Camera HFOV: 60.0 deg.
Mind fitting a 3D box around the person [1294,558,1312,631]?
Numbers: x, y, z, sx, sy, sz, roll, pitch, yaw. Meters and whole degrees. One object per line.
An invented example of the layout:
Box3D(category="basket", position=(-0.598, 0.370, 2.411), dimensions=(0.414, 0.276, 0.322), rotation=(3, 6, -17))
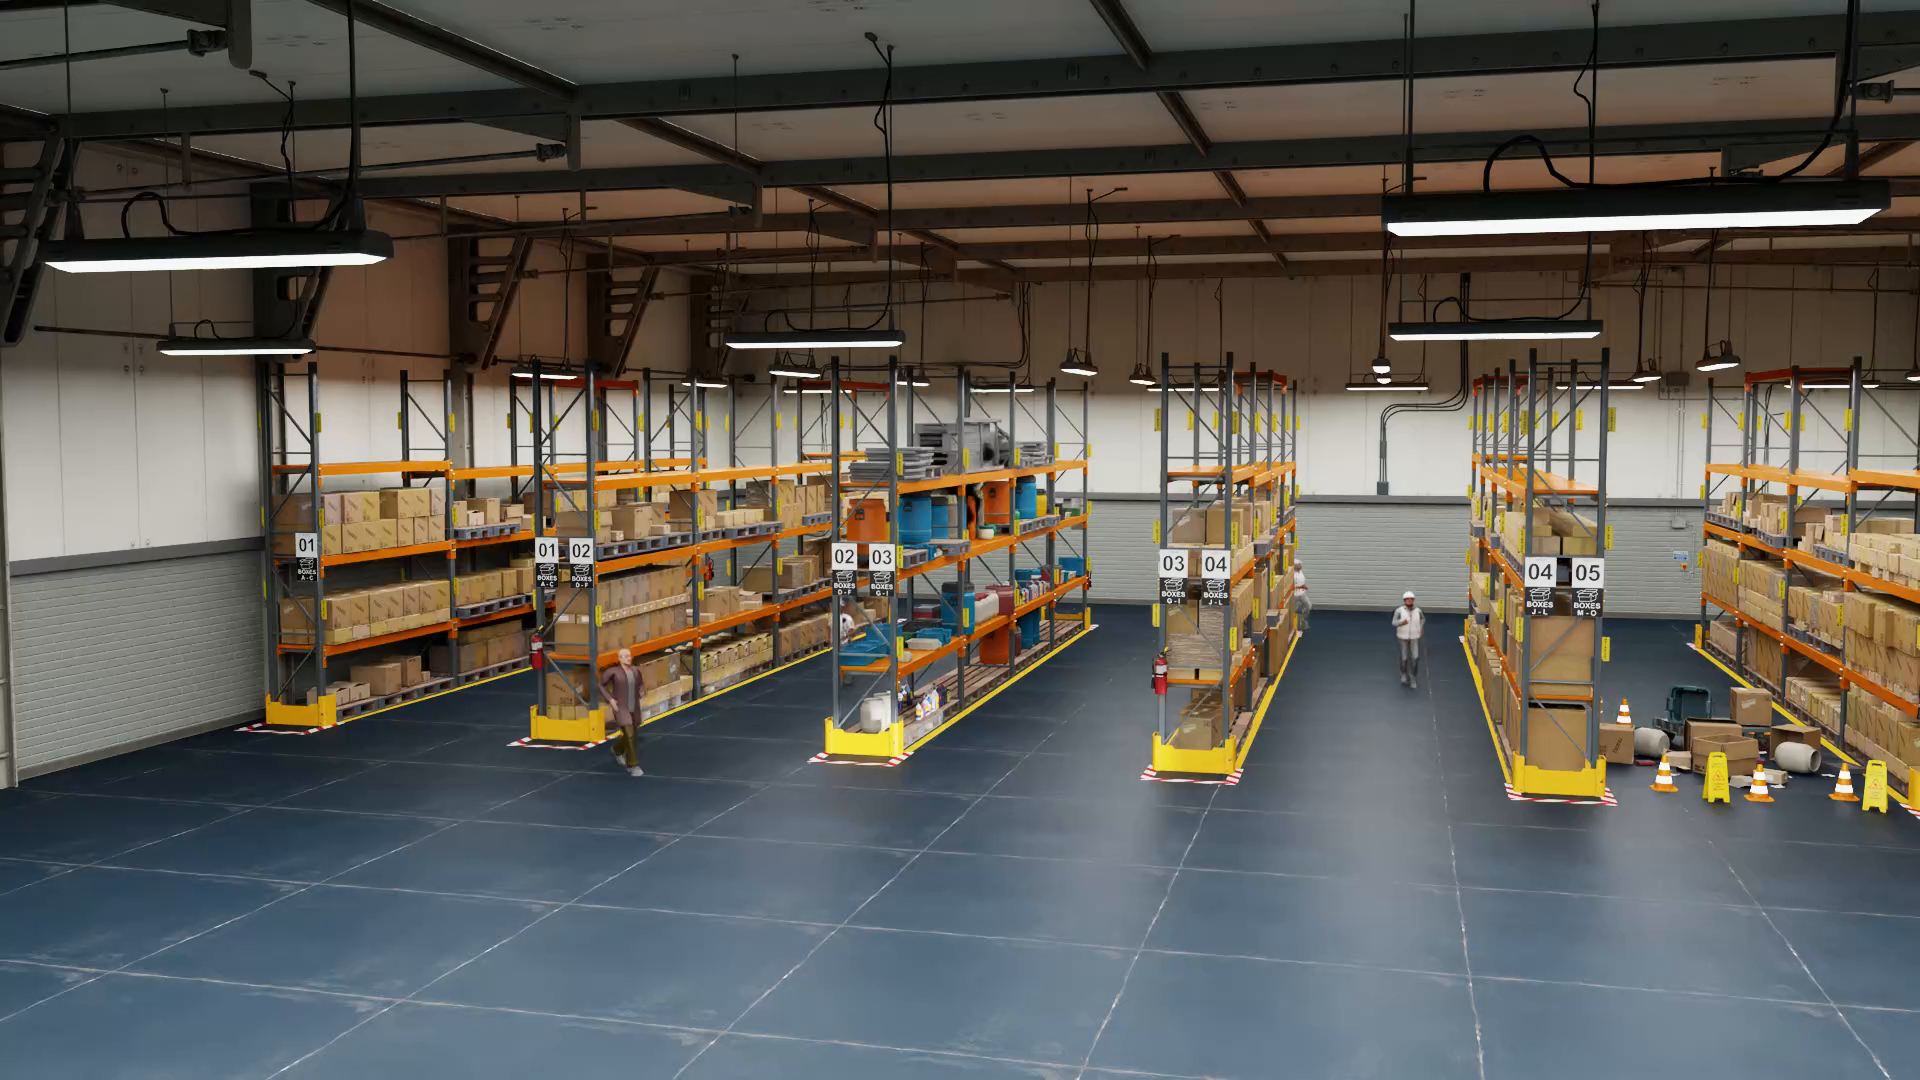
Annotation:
Box3D(category="person", position=(8.103, 1.324, 40.111), dimensions=(0.761, 1.779, 0.680), rotation=(3, 5, 40))

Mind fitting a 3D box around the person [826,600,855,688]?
Box3D(category="person", position=(-2.259, 1.962, 31.384), dimensions=(0.585, 1.690, 0.727), rotation=(1, 4, 9))

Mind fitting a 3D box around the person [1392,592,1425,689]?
Box3D(category="person", position=(8.524, 1.888, 31.590), dimensions=(0.641, 1.820, 0.740), rotation=(1, 4, 9))

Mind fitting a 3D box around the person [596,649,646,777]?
Box3D(category="person", position=(-4.833, 2.410, 23.820), dimensions=(0.823, 1.723, 0.711), rotation=(4, 6, 44))
